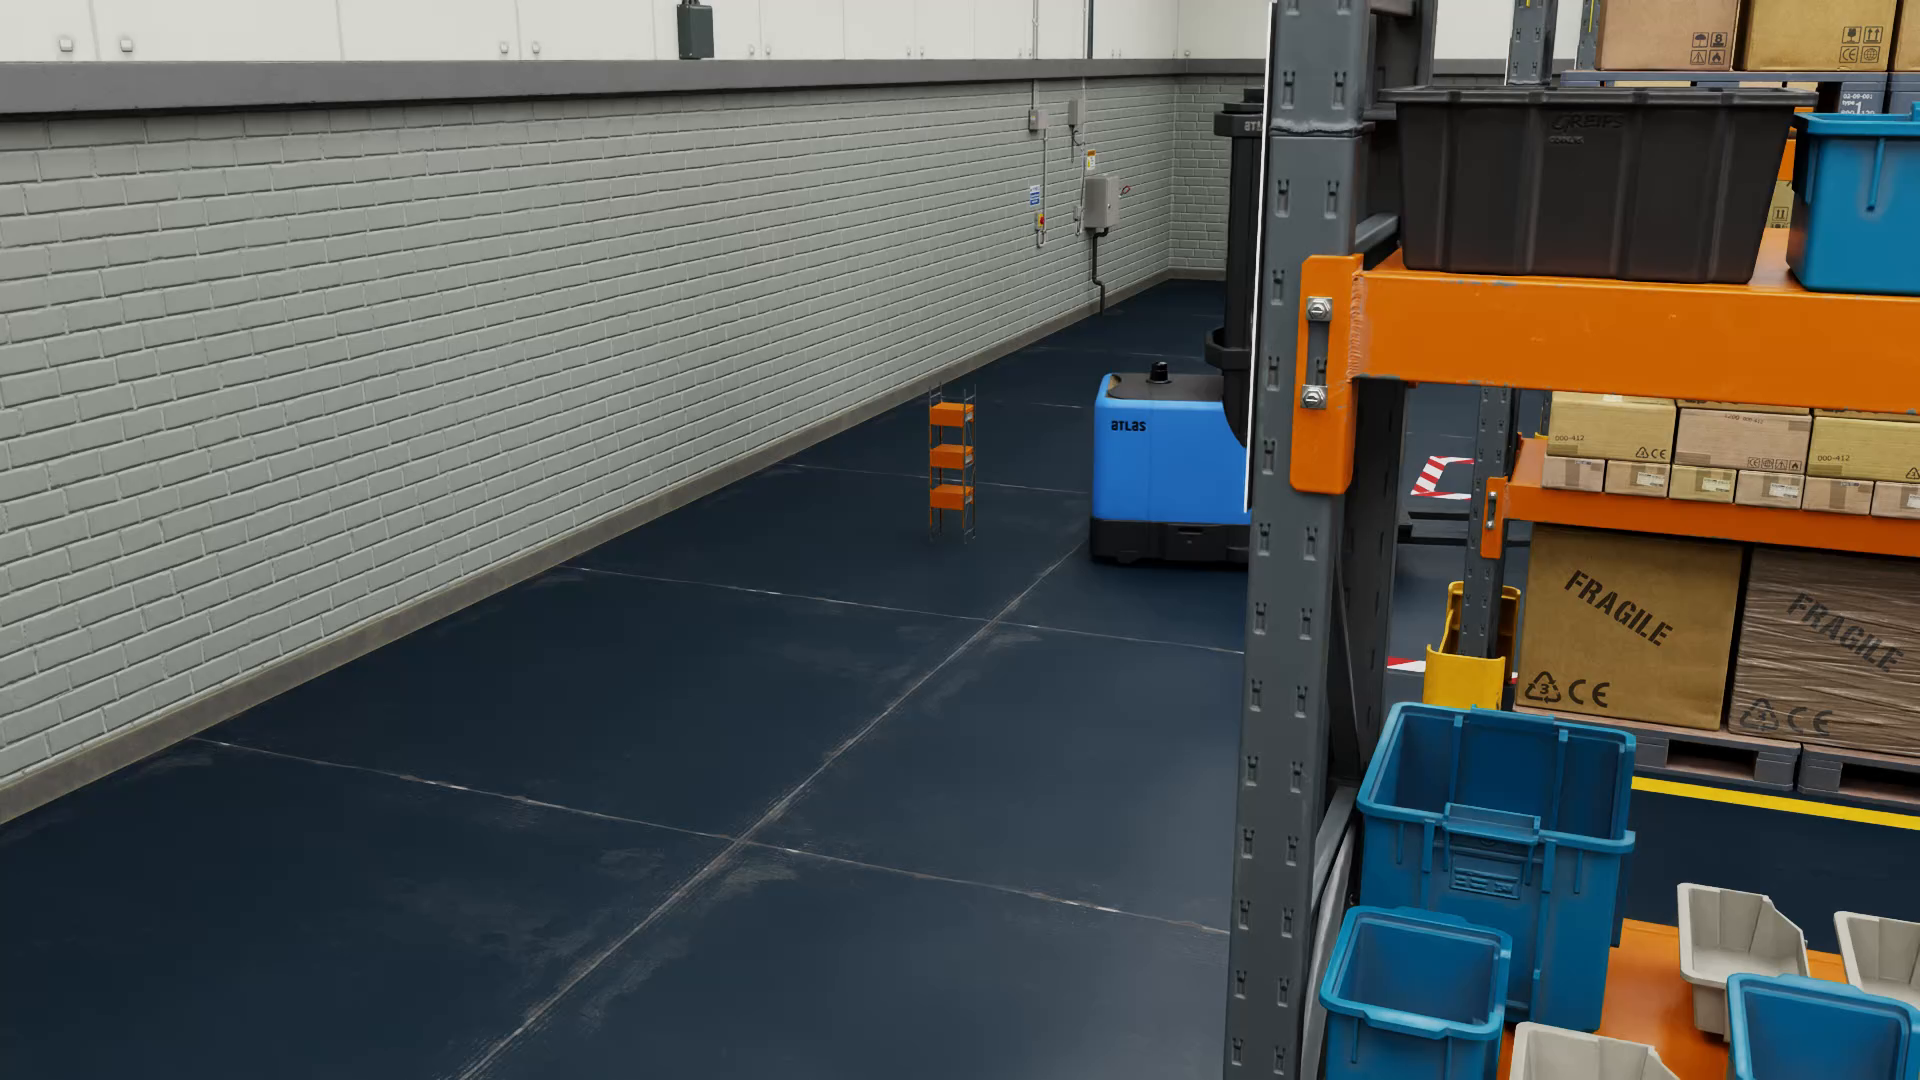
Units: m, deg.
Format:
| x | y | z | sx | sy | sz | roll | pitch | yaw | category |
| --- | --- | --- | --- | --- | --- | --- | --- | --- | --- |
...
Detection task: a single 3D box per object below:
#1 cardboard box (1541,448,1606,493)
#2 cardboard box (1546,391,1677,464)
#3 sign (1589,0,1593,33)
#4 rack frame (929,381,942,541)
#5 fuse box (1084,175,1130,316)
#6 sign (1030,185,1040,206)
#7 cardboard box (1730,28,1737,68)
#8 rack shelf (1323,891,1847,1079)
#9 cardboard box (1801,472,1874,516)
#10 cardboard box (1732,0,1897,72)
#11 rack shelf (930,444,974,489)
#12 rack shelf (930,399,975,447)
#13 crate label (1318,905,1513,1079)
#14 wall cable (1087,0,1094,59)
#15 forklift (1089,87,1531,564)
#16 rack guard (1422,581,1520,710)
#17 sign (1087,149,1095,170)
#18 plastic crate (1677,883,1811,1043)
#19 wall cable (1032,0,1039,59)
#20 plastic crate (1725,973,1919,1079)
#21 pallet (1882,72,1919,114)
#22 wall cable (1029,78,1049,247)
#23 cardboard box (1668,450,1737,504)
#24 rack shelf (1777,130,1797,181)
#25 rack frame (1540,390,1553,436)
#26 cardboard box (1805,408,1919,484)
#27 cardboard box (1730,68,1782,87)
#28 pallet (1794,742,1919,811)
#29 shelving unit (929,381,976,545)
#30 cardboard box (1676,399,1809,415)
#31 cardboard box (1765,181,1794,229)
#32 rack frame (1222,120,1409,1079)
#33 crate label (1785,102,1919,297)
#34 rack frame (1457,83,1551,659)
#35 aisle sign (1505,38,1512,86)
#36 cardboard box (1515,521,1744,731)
| x | y | z | sx | sy | sz | roll | pitch | yaw | category |
| --- | --- | --- | --- | --- | --- | --- | --- | --- | --- |
| 2.736 | -0.336 | 7.402 | 0.250 | 0.149 | 0.380 | 6 | 17 | 21 | cardboard box |
| 2.875 | -0.530 | 7.356 | 0.500 | 0.250 | 0.500 | 6 | 17 | 19 | cardboard box |
| 4.242 | -3.574 | 11.157 | 0.005 | 0.325 | 0.100 | 6 | 17 | 21 | sign |
| -0.163 | -0.522 | 11.089 | 0.008 | 1.050 | 0.200 | 6 | 17 | 21 | rack frame |
| 1.816 | -3.631 | 20.611 | 0.414 | 1.711 | 0.539 | 6 | 17 | 21 | fuse box |
| 0.835 | -3.843 | 18.547 | 0.001 | 0.218 | 0.327 | 6 | 17 | 21 | sign |
| 5.240 | -3.298 | 11.145 | 0.500 | 0.250 | 0.500 | 6 | 17 | 20 | cardboard box |
| 2.570 | 1.256 | 2.757 | 4.000 | 0.370 | 1.077 | 6 | 17 | 21 | rack shelf |
| 3.693 | -0.231 | 7.041 | 0.250 | 0.149 | 0.380 | 6 | 17 | 20 | cardboard box |
| 3.510 | -2.189 | 6.841 | 0.500 | 0.500 | 0.700 | 6 | 17 | 19 | cardboard box |
| -0.050 | -0.499 | 11.049 | 0.240 | 0.259 | 0.215 | 6 | 17 | 21 | rack shelf |
| -0.050 | -0.772 | 10.970 | 0.240 | 0.259 | 0.215 | 6 | 17 | 21 | rack shelf |
| 0.819 | 0.868 | 2.996 | 0.303 | 0.233 | 0.416 | 6 | 17 | 21 | crate label |
| 2.104 | -7.470 | 20.697 | 0.133 | 3.039 | 2.988 | 6 | 17 | 21 | wall cable |
| 2.388 | -1.326 | 10.484 | 3.031 | 2.935 | 1.130 | 2 | 16 | 8 | forklift |
| 2.505 | 0.619 | 8.144 | 0.348 | 0.500 | 1.175 | 6 | 17 | 21 | rack guard |
| 1.603 | -4.653 | 20.340 | 0.001 | 0.242 | 0.339 | 6 | 17 | 21 | sign |
| 1.535 | 0.840 | 3.265 | 0.243 | 0.136 | 0.396 | 6 | 17 | 21 | plastic crate |
| 0.769 | -6.539 | 17.556 | 0.029 | 3.000 | 0.463 | 6 | 17 | 21 | wall cable |
| 1.431 | 0.936 | 2.764 | 0.300 | 0.233 | 0.416 | 6 | 17 | 21 | plastic crate |
| 4.360 | -1.779 | 6.700 | 1.213 | 0.211 | 1.003 | 6 | 17 | 21 | pallet |
| 0.909 | -4.223 | 18.460 | 0.123 | 1.953 | 0.585 | 6 | 17 | 21 | wall cable |
| 3.214 | -0.284 | 7.223 | 0.250 | 0.149 | 0.380 | 6 | 17 | 19 | cardboard box |
| 4.388 | -1.469 | 6.764 | 4.000 | 0.370 | 1.077 | 6 | 17 | 21 | rack shelf |
| 4.441 | -1.855 | 12.182 | 0.127 | 3.000 | 1.000 | 6 | 17 | 21 | rack frame |
| 3.827 | -0.427 | 6.998 | 0.500 | 0.250 | 0.500 | 6 | 17 | 19 | cardboard box |
| 5.253 | -3.056 | 11.209 | 0.500 | 0.250 | 0.500 | 7 | 18 | 22 | cardboard box |
| 4.431 | 0.947 | 7.532 | 1.213 | 0.211 | 1.003 | 6 | 17 | 21 | pallet |
| -0.050 | -0.510 | 11.046 | 0.252 | 1.050 | 0.215 | 6 | 17 | 21 | shelving unit |
| 3.340 | -0.839 | 7.075 | 0.500 | 0.500 | 0.500 | 6 | 17 | 19 | cardboard box |
| 5.709 | -2.302 | 11.217 | 0.500 | 0.500 | 0.500 | 6 | 17 | 19 | cardboard box |
| 0.710 | 0.706 | 3.362 | 0.127 | 3.000 | 1.000 | 6 | 17 | 21 | rack frame |
| 1.450 | -0.485 | 2.350 | 0.502 | 0.251 | 0.408 | 6 | 17 | 21 | crate label |
| 2.527 | -0.579 | 7.787 | 0.127 | 3.000 | 1.000 | 6 | 17 | 21 | rack frame |
| 2.350 | -1.757 | 7.181 | 0.004 | 0.787 | 0.394 | 6 | 17 | 21 | aisle sign |
| 3.152 | 0.285 | 7.870 | 0.875 | 0.875 | 0.875 | 6 | 17 | 21 | cardboard box |
